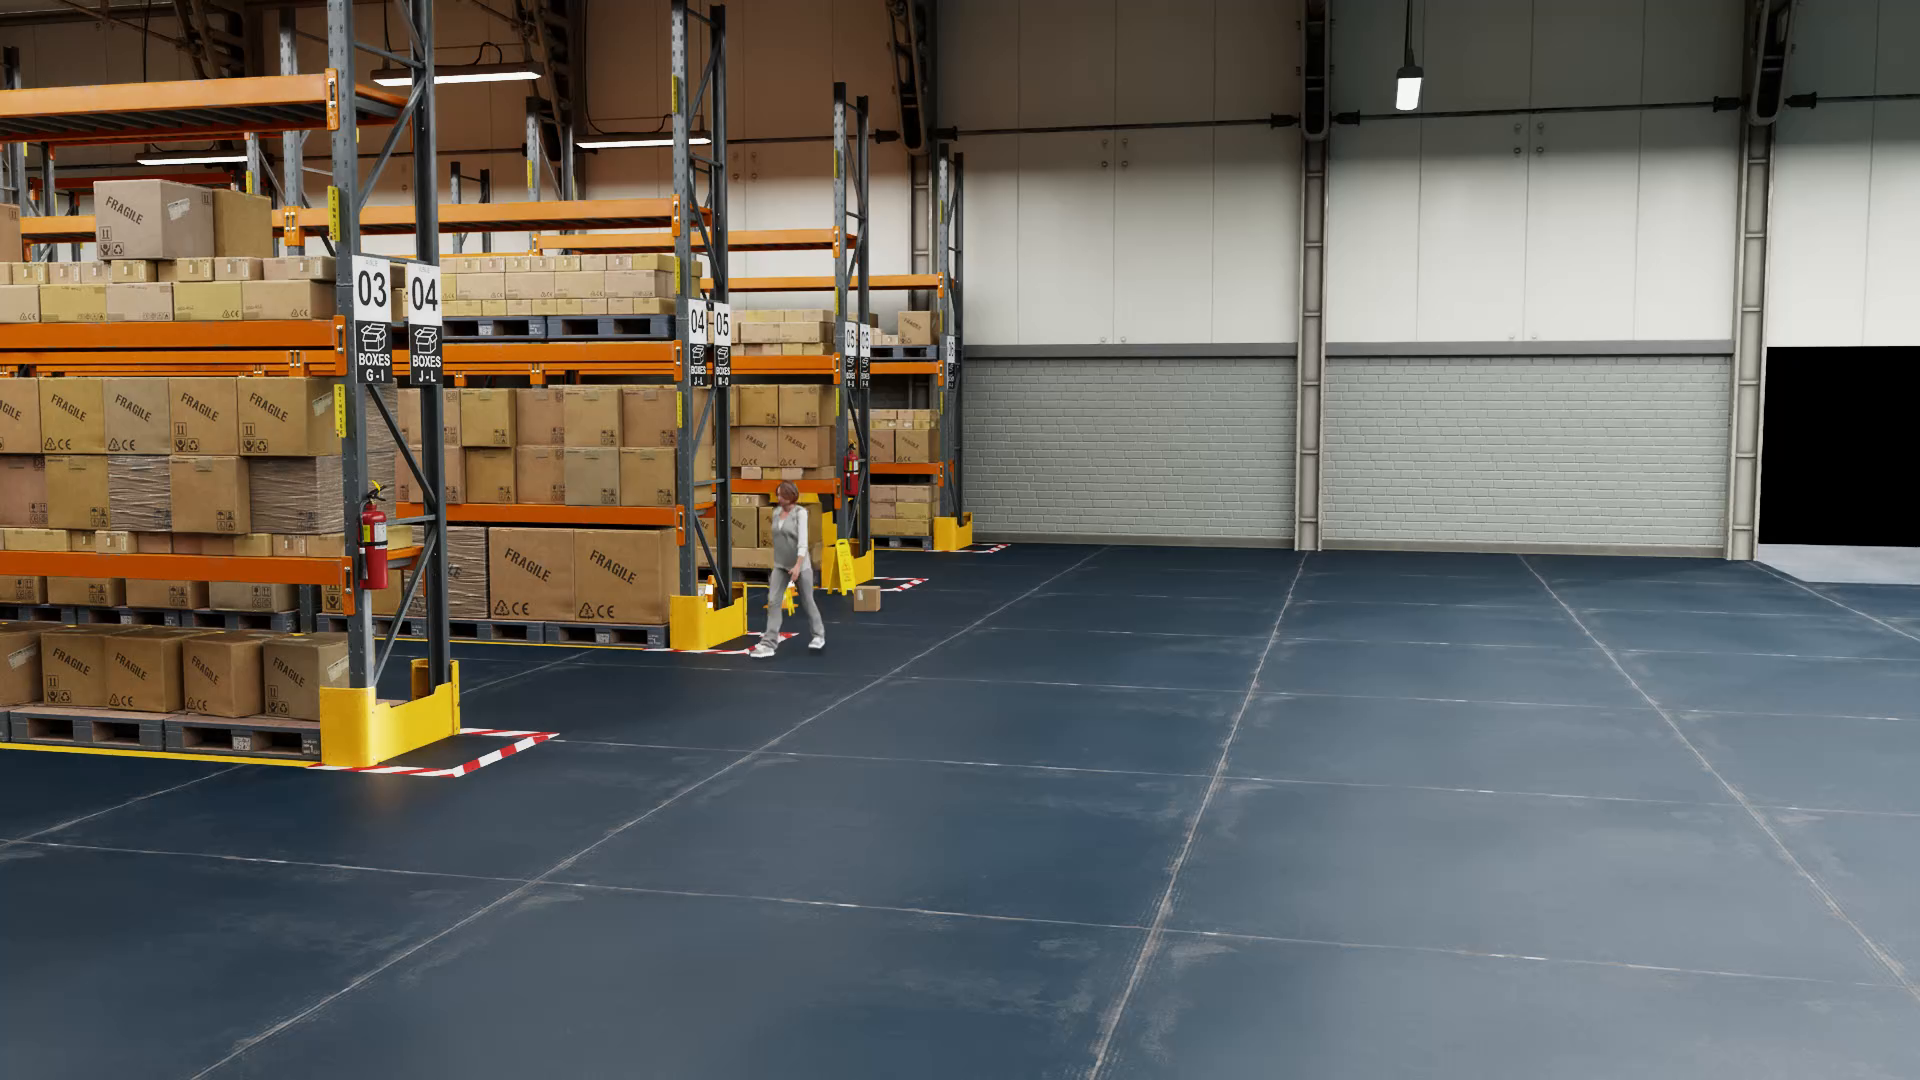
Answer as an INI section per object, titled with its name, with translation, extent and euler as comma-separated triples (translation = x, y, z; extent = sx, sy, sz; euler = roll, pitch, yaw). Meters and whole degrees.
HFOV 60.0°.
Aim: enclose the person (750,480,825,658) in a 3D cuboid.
[person]
translation = -1.509, 0.246, 14.758
extent = 0.437, 1.527, 0.914
euler = 3, 6, 28
